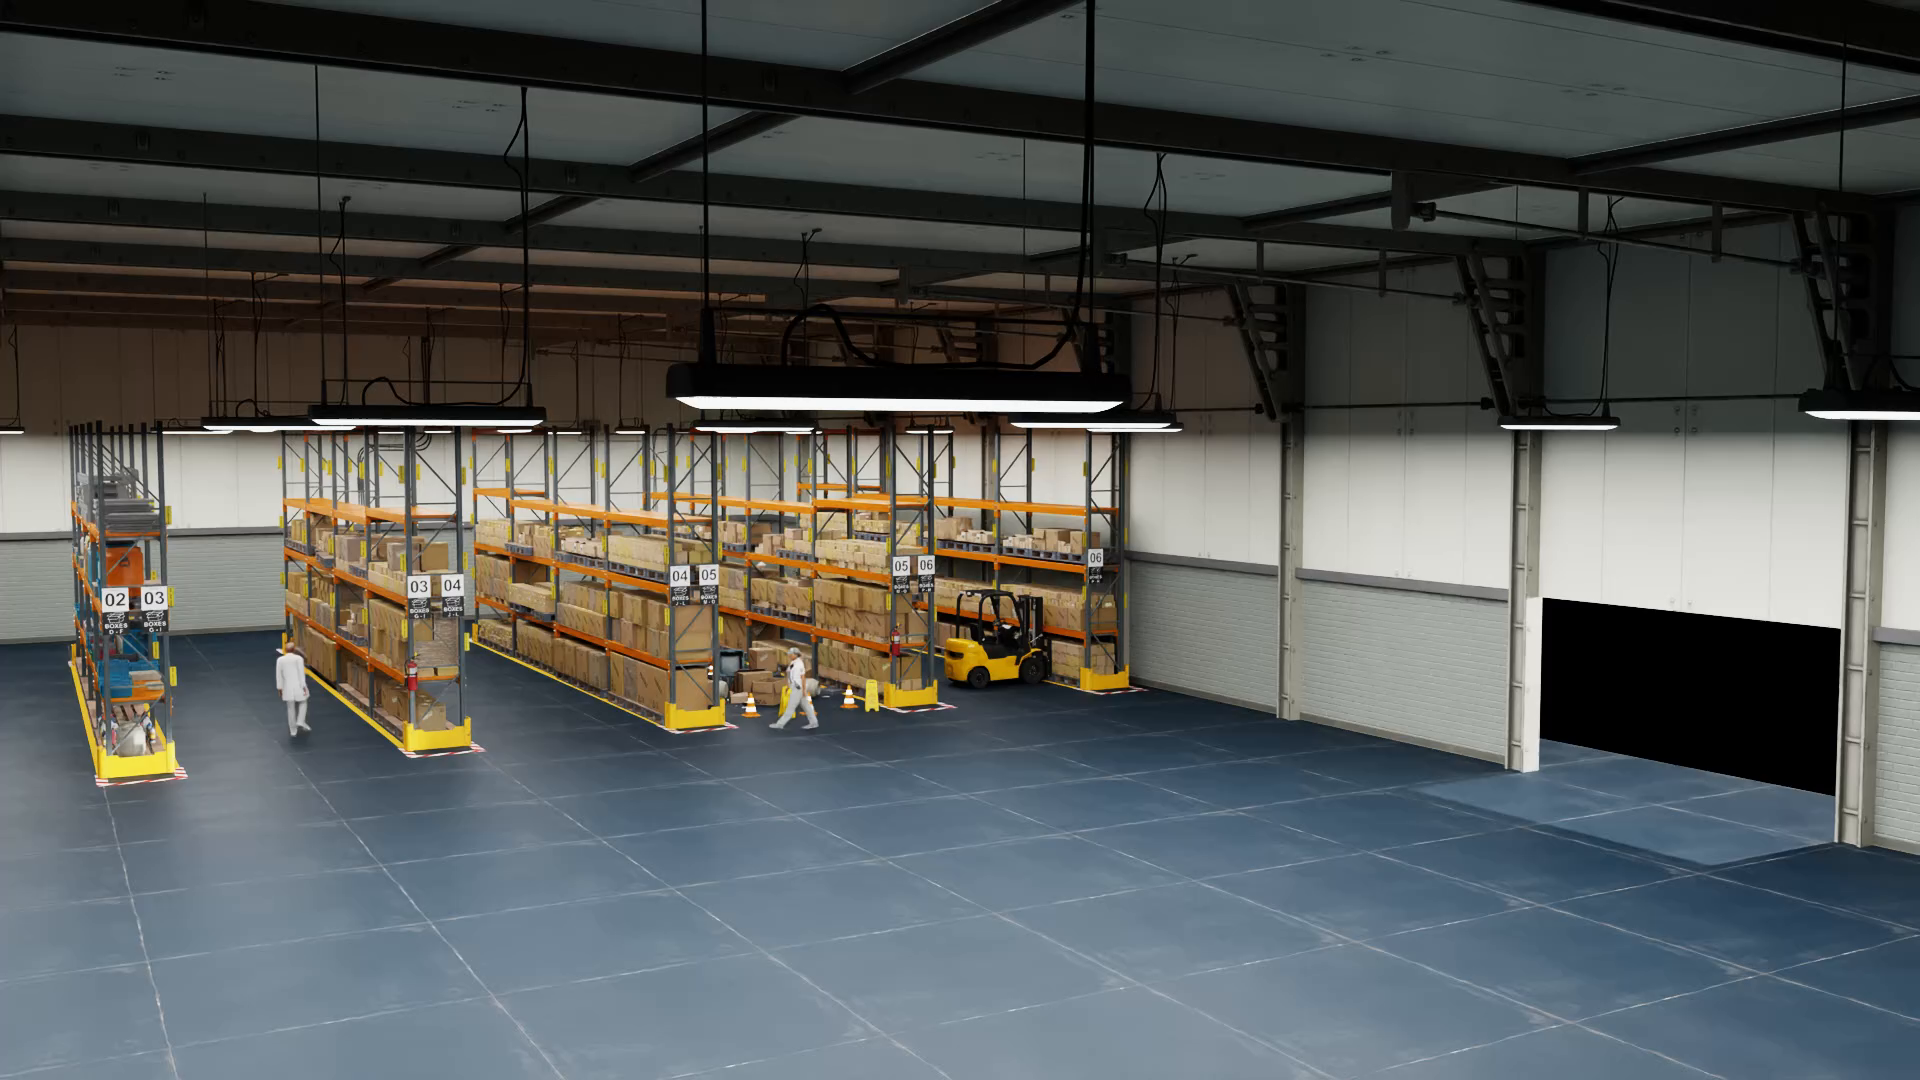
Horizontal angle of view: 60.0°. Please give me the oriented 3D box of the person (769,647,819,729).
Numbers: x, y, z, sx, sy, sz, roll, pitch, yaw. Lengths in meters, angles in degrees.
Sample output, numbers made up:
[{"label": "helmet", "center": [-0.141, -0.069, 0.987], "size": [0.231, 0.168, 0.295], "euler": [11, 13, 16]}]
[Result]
[{"label": "person", "center": [-3.251, 2.892, 32.397], "size": [0.991, 1.610, 0.524], "euler": [-1, 4, -10]}]

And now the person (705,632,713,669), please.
[{"label": "person", "center": [-6.213, 2.391, 40.946], "size": [0.462, 1.586, 0.439], "euler": [-1, 4, -16]}]

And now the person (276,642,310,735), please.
[{"label": "person", "center": [-12.825, 2.849, 31.970], "size": [0.595, 1.766, 0.528], "euler": [-1, 4, -19]}]

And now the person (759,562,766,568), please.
[{"label": "person", "center": [-6.281, 1.568, 53.094], "size": [0.577, 1.768, 0.940], "euler": [3, 5, 41]}]
